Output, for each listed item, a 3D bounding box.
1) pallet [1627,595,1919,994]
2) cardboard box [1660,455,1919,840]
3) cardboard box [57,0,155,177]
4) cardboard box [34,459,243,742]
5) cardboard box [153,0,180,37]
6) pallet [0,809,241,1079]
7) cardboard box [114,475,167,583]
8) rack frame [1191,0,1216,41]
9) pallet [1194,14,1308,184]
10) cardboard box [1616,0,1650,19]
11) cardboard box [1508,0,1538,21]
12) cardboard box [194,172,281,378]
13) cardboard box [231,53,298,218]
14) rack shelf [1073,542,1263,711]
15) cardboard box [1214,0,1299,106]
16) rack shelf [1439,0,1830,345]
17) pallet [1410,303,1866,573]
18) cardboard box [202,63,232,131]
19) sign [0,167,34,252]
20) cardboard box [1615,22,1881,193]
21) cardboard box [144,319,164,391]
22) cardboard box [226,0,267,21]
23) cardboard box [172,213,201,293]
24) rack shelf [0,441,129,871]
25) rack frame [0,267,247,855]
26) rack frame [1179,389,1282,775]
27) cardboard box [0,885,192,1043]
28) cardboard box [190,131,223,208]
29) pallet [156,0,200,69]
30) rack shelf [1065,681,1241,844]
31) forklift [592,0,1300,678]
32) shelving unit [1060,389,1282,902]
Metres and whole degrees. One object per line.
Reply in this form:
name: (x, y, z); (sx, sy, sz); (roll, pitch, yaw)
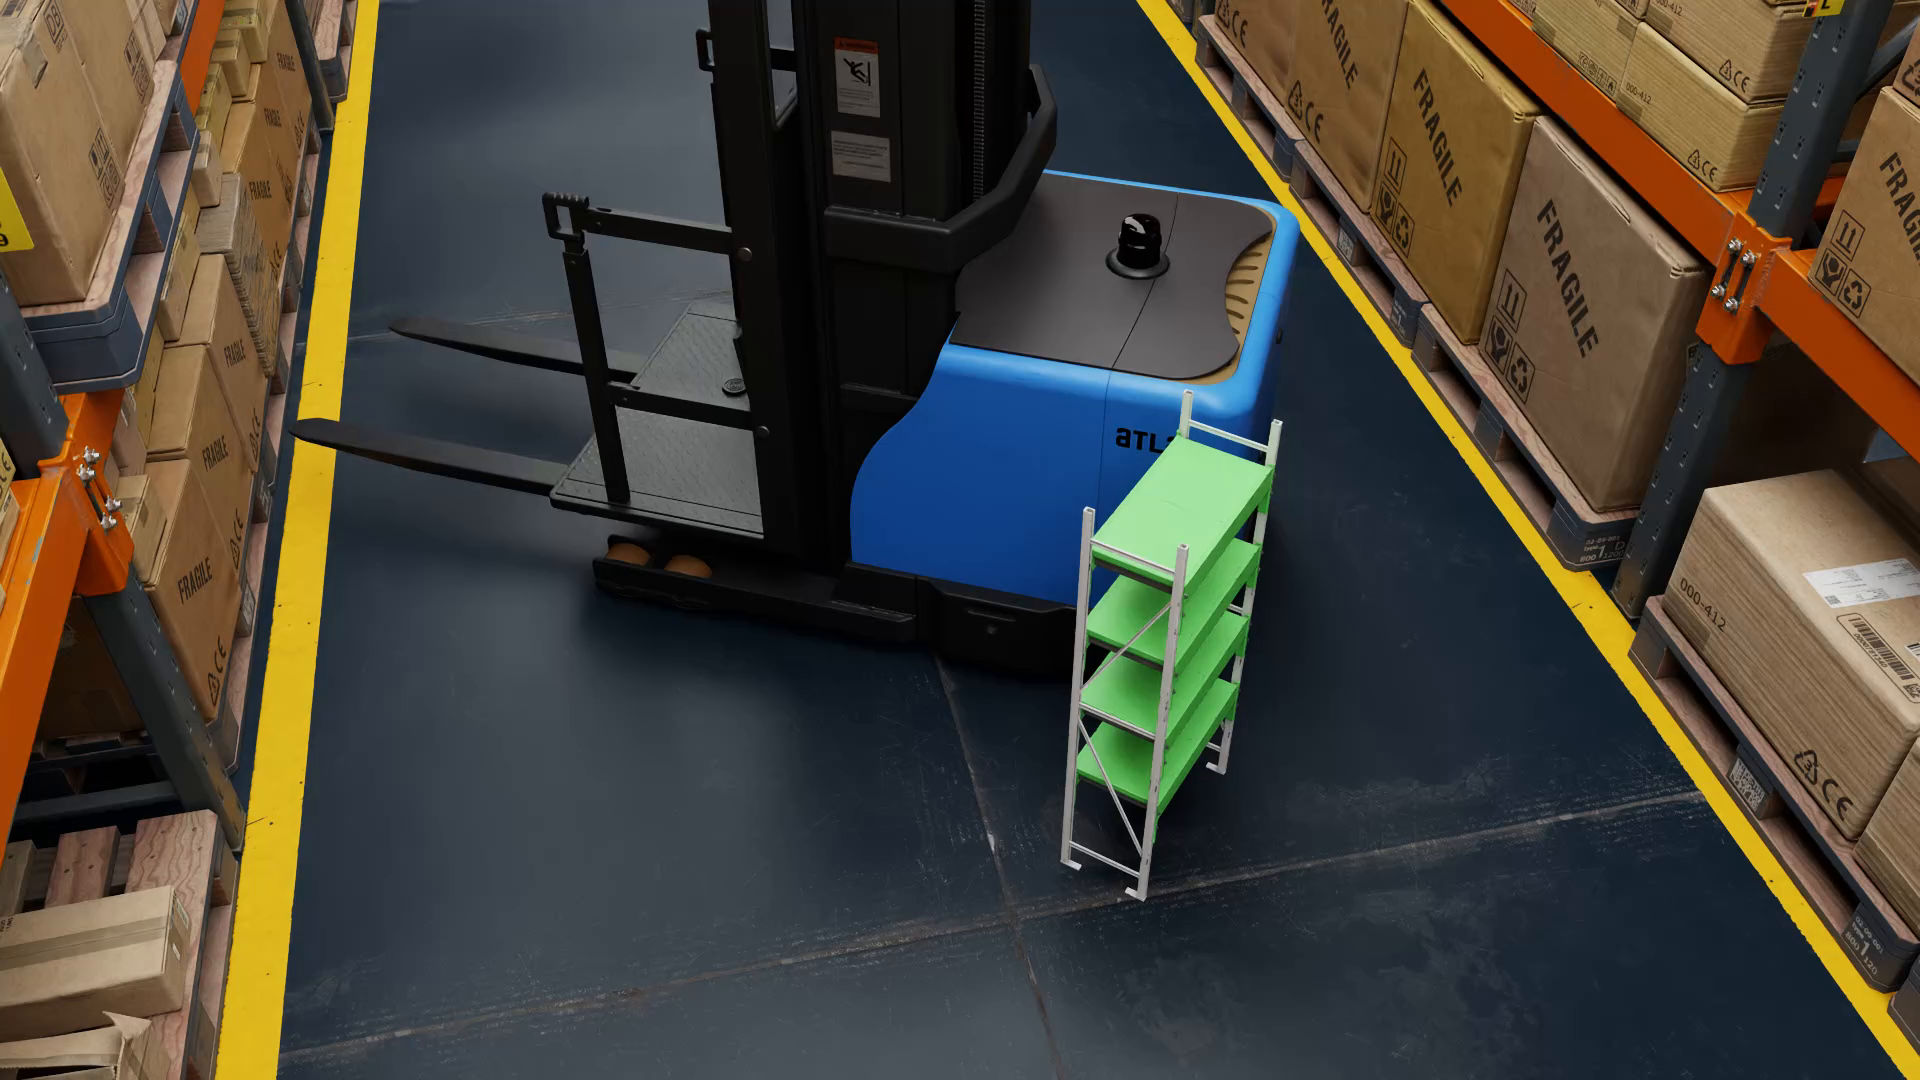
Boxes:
pallet: (2.564, 0.559, 4.461); (1.003, 0.211, 1.213); (-8, 42, -9)
cardboard box: (2.507, 0.236, 4.338); (0.875, 0.438, 0.875); (-9, 42, -10)
cardboard box: (-2.367, -1.150, 3.894); (0.700, 0.500, 0.500); (-8, 42, -9)
cardboard box: (-2.254, 0.158, 4.379); (0.500, 0.500, 0.500); (-7, 42, -7)
cardboard box: (-2.537, -1.658, 4.467); (0.700, 0.500, 0.500); (-9, 42, -10)
pallet: (-2.222, 1.214, 3.723); (1.003, 0.211, 1.213); (-8, 42, -9)
cardboard box: (-2.187, -0.009, 4.079); (0.380, 0.149, 0.250); (-6, 42, -7)
rack frame: (1.613, -3.580, 7.024); (1.000, 3.000, 0.127); (-8, 42, -9)
pallet: (1.709, -2.016, 7.362); (1.003, 0.211, 1.213); (-8, 42, -9)
cardboard box: (2.029, -1.692, 4.633); (0.500, 0.250, 0.500); (-7, 42, -8)
cardboard box: (1.934, -1.846, 5.183); (0.500, 0.250, 0.500); (-9, 42, -10)
cardboard box: (-2.588, -0.847, 5.511); (0.500, 0.500, 0.500); (-10, 43, -11)
cardboard box: (-2.834, -1.520, 6.269); (0.500, 0.500, 0.500); (-9, 42, -10)
rack shelf: (0.493, 0.153, 3.909); (0.258, 0.148, 0.480); (22, 46, 23)
cardboard box: (1.681, -2.483, 7.072); (0.875, 0.875, 0.875); (-9, 42, -10)
rack shelf: (2.045, -2.015, 5.802); (1.077, 0.370, 4.000); (-8, 42, -9)
pallet: (2.236, -0.434, 5.580); (1.003, 0.211, 1.213); (-8, 42, -9)
cardboard box: (-2.764, -1.521, 5.781); (0.380, 0.149, 0.250); (-7, 42, -8)
sign: (-1.841, -0.680, 3.105); (0.100, 0.325, 0.005); (-8, 42, -9)
cardboard box: (2.133, -1.186, 4.440); (0.500, 0.250, 0.500); (-9, 42, -10)
cardboard box: (-2.462, -0.518, 4.652); (0.380, 0.149, 0.250); (-9, 42, -10)
cardboard box: (-2.879, -2.048, 6.375); (0.380, 0.149, 0.250); (-10, 43, -11)
cardboard box: (-2.530, -0.847, 5.022); (0.380, 0.149, 0.250); (-7, 42, -8)
rack shelf: (-1.938, 1.292, 2.077); (1.077, 0.370, 4.000); (-8, 42, -9)
rack frame: (-2.370, -0.274, 3.299); (1.000, 3.000, 0.127); (-8, 42, -9)
rack frame: (0.620, 0.146, 4.182); (0.240, 1.200, 0.015); (22, 46, 23)
cardboard box: (-1.963, 0.954, 3.747); (0.380, 0.149, 0.250); (-10, 42, -11)
cardboard box: (-2.620, -1.184, 5.403); (0.380, 0.149, 0.250); (-10, 43, -11)
pallet: (-2.809, -1.535, 4.864); (1.003, 0.211, 1.213); (-8, 42, -9)
rack shelf: (0.493, 0.512, 4.227); (0.258, 0.148, 0.480); (22, 46, 23)
forklift: (-0.600, -1.211, 4.407); (3.031, 2.935, 1.130); (11, 43, 12)
shelving unit: (0.493, 0.285, 4.025); (0.258, 1.200, 0.503); (22, 46, 23)
